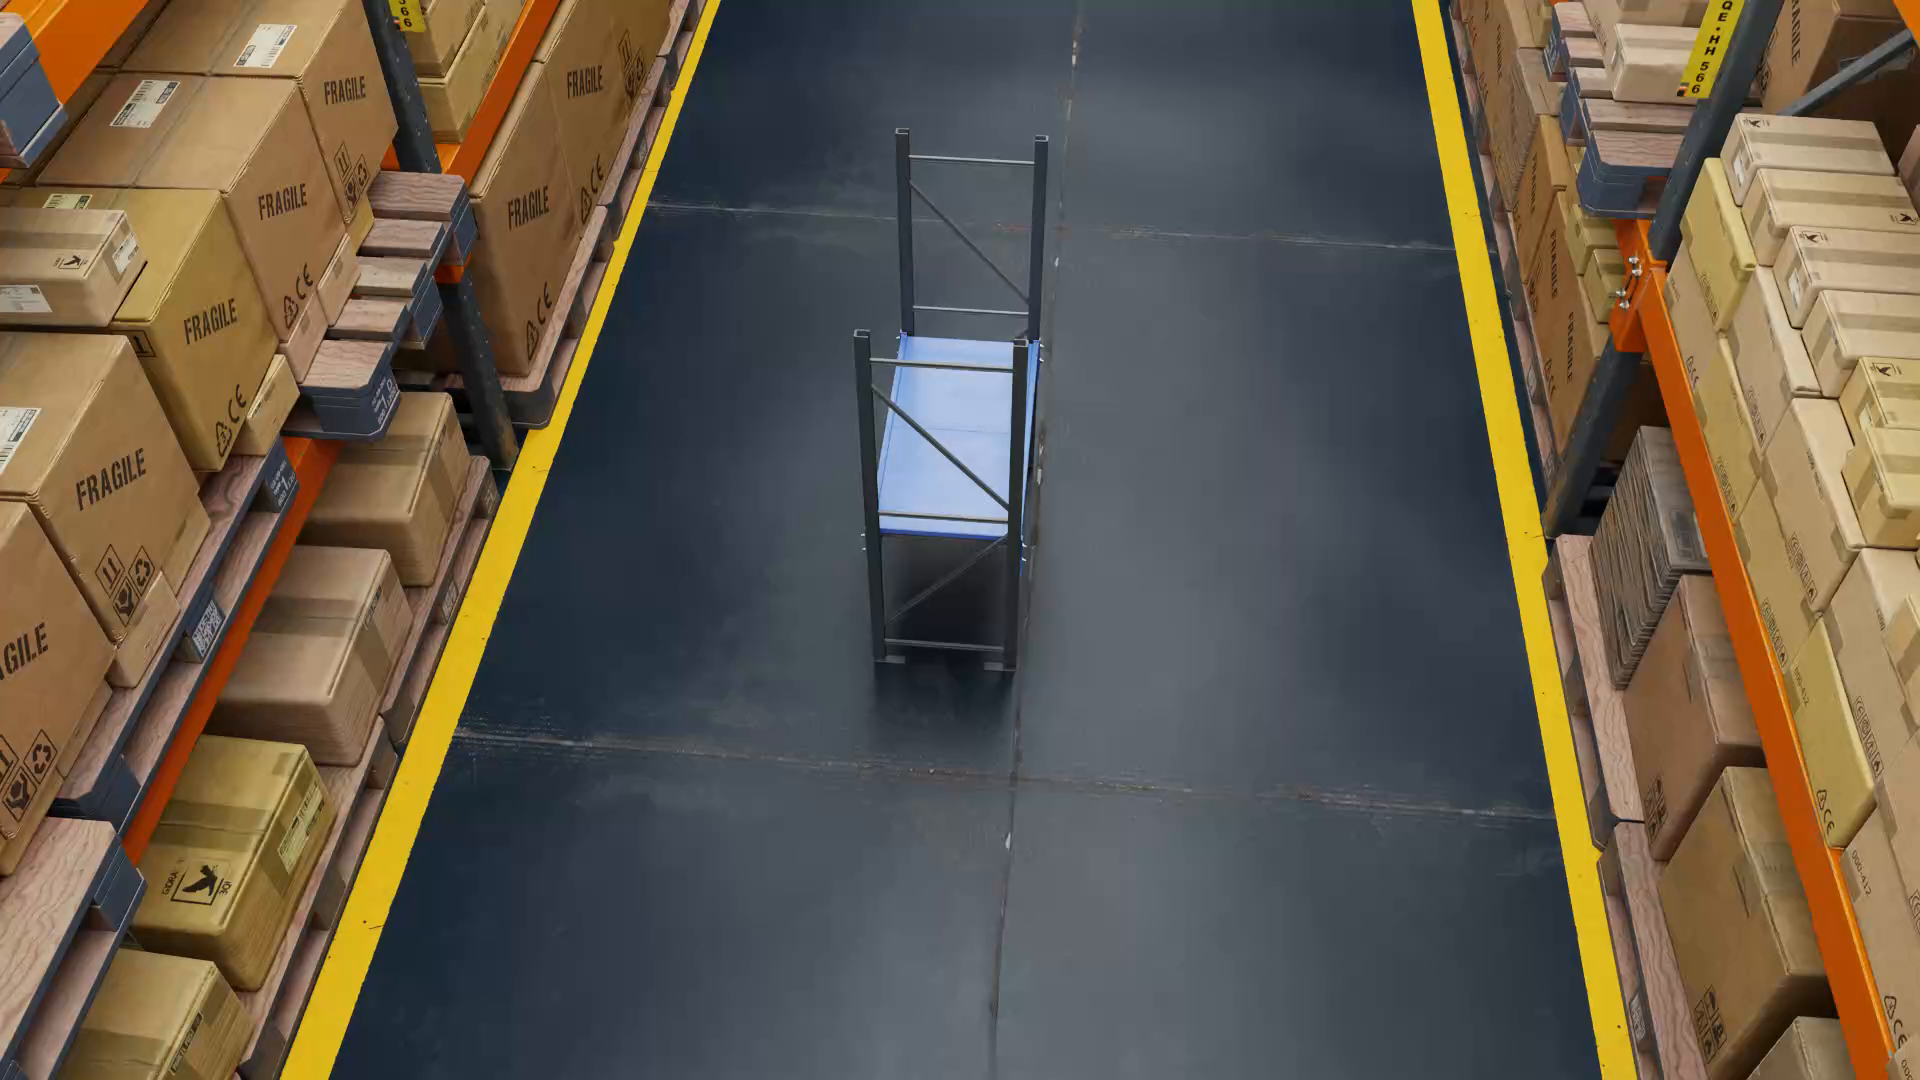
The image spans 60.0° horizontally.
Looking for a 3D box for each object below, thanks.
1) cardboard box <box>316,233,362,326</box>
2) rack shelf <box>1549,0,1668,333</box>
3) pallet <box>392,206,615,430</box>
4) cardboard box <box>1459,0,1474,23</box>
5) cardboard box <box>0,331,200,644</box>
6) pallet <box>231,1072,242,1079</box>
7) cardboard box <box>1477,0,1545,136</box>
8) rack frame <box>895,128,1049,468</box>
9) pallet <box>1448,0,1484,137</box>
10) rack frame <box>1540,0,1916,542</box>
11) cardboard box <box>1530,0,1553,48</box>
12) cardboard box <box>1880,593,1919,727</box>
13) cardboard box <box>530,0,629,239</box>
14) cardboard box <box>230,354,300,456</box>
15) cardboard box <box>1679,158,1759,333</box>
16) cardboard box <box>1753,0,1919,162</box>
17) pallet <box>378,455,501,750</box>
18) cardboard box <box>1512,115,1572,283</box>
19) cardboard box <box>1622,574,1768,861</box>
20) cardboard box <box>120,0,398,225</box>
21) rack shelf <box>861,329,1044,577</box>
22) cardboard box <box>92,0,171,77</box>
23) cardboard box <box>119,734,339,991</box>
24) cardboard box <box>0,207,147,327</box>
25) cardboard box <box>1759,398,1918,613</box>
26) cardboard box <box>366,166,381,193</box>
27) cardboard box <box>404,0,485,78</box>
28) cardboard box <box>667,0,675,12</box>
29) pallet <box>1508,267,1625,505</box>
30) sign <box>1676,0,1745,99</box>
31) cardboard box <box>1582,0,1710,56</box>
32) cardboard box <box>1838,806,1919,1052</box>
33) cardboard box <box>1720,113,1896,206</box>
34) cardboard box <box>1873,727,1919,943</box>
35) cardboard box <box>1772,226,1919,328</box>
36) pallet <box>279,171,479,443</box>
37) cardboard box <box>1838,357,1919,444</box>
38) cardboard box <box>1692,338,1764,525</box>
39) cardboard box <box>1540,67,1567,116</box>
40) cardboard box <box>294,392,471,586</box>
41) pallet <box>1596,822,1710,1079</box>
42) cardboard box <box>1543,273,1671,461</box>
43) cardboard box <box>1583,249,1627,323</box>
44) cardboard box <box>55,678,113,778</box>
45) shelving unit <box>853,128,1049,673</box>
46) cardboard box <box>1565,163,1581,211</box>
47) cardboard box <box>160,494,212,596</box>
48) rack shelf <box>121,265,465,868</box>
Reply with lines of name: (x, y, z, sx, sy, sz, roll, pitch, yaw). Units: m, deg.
cardboard box: (-1.969, -0.762, 4.800, 0.380, 0.149, 0.250, 4, 48, 3)
rack shelf: (2.883, -2.247, 6.760, 1.077, 0.370, 4.000, 4, 48, 4)
pallet: (-2.096, -0.985, 7.008, 1.003, 0.211, 1.213, 4, 48, 4)
cardboard box: (2.797, -2.918, 8.295, 0.500, 0.500, 0.500, 6, 48, 5)
cardboard box: (-2.139, -0.122, 3.775, 0.500, 0.500, 0.500, 2, 48, 2)
pallet: (-2.538, 1.957, 4.317, 1.003, 0.211, 1.213, 4, 48, 4)
cardboard box: (2.708, -2.159, 7.601, 0.500, 0.500, 0.500, 3, 48, 2)
rack frame: (0.039, -0.817, 5.981, 0.500, 1.500, 0.032, 4, 48, 4)
pallet: (3.029, -2.418, 8.319, 1.003, 0.211, 1.213, 4, 48, 4)
rack frame: (2.701, -1.021, 5.151, 1.000, 3.000, 0.127, 4, 48, 4)
cardboard box: (2.711, -2.267, 7.261, 0.380, 0.149, 0.250, 5, 48, 5)
cardboard box: (2.180, 0.259, 3.473, 0.380, 0.149, 0.250, 3, 48, 2)
cardboard box: (-2.012, -1.933, 7.141, 0.875, 0.875, 0.875, 4, 48, 4)
cardboard box: (-2.011, -0.374, 4.445, 0.380, 0.149, 0.250, 5, 48, 4)
cardboard box: (2.392, -0.831, 4.740, 0.500, 0.250, 0.500, 4, 48, 3)
cardboard box: (2.903, -1.564, 5.295, 0.500, 0.500, 0.500, 6, 48, 5)
pallet: (-2.316, 0.164, 5.957, 1.003, 0.211, 1.213, 4, 48, 4)
cardboard box: (2.626, -1.396, 6.903, 0.500, 0.500, 0.500, 6, 48, 5)
cardboard box: (2.578, 0.577, 5.014, 0.875, 0.625, 0.625, 5, 48, 5)
cardboard box: (-2.007, -1.275, 4.829, 0.500, 0.500, 0.500, 3, 48, 2)
rack shelf: (-0.008, -0.322, 5.772, 0.538, 0.185, 1.000, 4, 48, 4)
cardboard box: (-2.514, -1.312, 4.864, 0.500, 0.500, 0.500, 3, 48, 2)
cardboard box: (-2.438, 0.908, 4.883, 0.950, 0.372, 0.625, 5, 48, 5)
cardboard box: (-2.111, -0.625, 3.796, 0.380, 0.149, 0.250, 2, 48, 2)
cardboard box: (2.304, -0.078, 4.051, 0.500, 0.250, 0.500, 3, 48, 3)
cardboard box: (-2.038, -1.152, 5.156, 0.380, 0.149, 0.250, 5, 48, 5)
cardboard box: (-1.951, -1.825, 5.650, 0.500, 0.250, 0.500, 4, 48, 3)
cardboard box: (-1.855, -3.255, 8.349, 0.875, 0.875, 0.875, 5, 48, 5)
pallet: (2.806, -0.625, 6.679, 1.003, 0.211, 1.213, 4, 48, 4)
sign: (2.159, -1.414, 4.780, 0.100, 0.325, 0.005, 4, 48, 4)
cardboard box: (2.474, -1.909, 5.780, 0.500, 0.250, 0.500, 2, 48, 2)
cardboard box: (2.237, 0.849, 3.542, 0.500, 0.250, 0.500, 4, 48, 4)
cardboard box: (2.378, -1.059, 4.678, 0.380, 0.149, 0.250, 5, 48, 5)
cardboard box: (2.218, 0.669, 3.368, 0.500, 0.250, 0.500, 5, 48, 4)
cardboard box: (2.357, -0.672, 4.324, 0.380, 0.149, 0.250, 5, 48, 5)
pallet: (-2.202, -0.756, 5.039, 1.213, 0.211, 1.003, 4, 48, 4)
cardboard box: (2.353, -0.292, 3.977, 0.380, 0.149, 0.250, 4, 48, 4)
cardboard box: (2.366, -0.291, 4.585, 0.500, 0.250, 0.500, 3, 48, 3)
cardboard box: (2.642, -1.890, 6.916, 0.380, 0.149, 0.250, 2, 48, 2)
cardboard box: (-2.304, -0.192, 5.889, 0.950, 0.372, 0.625, 1, 48, 1)
pallet: (2.473, 1.417, 4.811, 1.003, 0.211, 1.213, 4, 48, 4)
cardboard box: (2.525, -0.644, 6.215, 0.500, 0.500, 0.500, 5, 48, 5)
cardboard box: (2.493, -0.917, 6.026, 0.380, 0.149, 0.250, 2, 48, 2)
cardboard box: (-2.172, 0.382, 3.754, 0.380, 0.149, 0.250, 4, 48, 4)
shelving unit: (-0.008, -0.443, 5.639, 0.538, 1.500, 1.048, 4, 48, 4)
cardboard box: (2.555, -1.311, 6.386, 0.380, 0.149, 0.250, 2, 48, 2)
cardboard box: (-2.101, -0.008, 4.110, 0.380, 0.149, 0.250, 2, 48, 2)
rack shelf: (-2.425, 0.361, 4.375, 1.077, 0.370, 4.000, 4, 48, 4)
